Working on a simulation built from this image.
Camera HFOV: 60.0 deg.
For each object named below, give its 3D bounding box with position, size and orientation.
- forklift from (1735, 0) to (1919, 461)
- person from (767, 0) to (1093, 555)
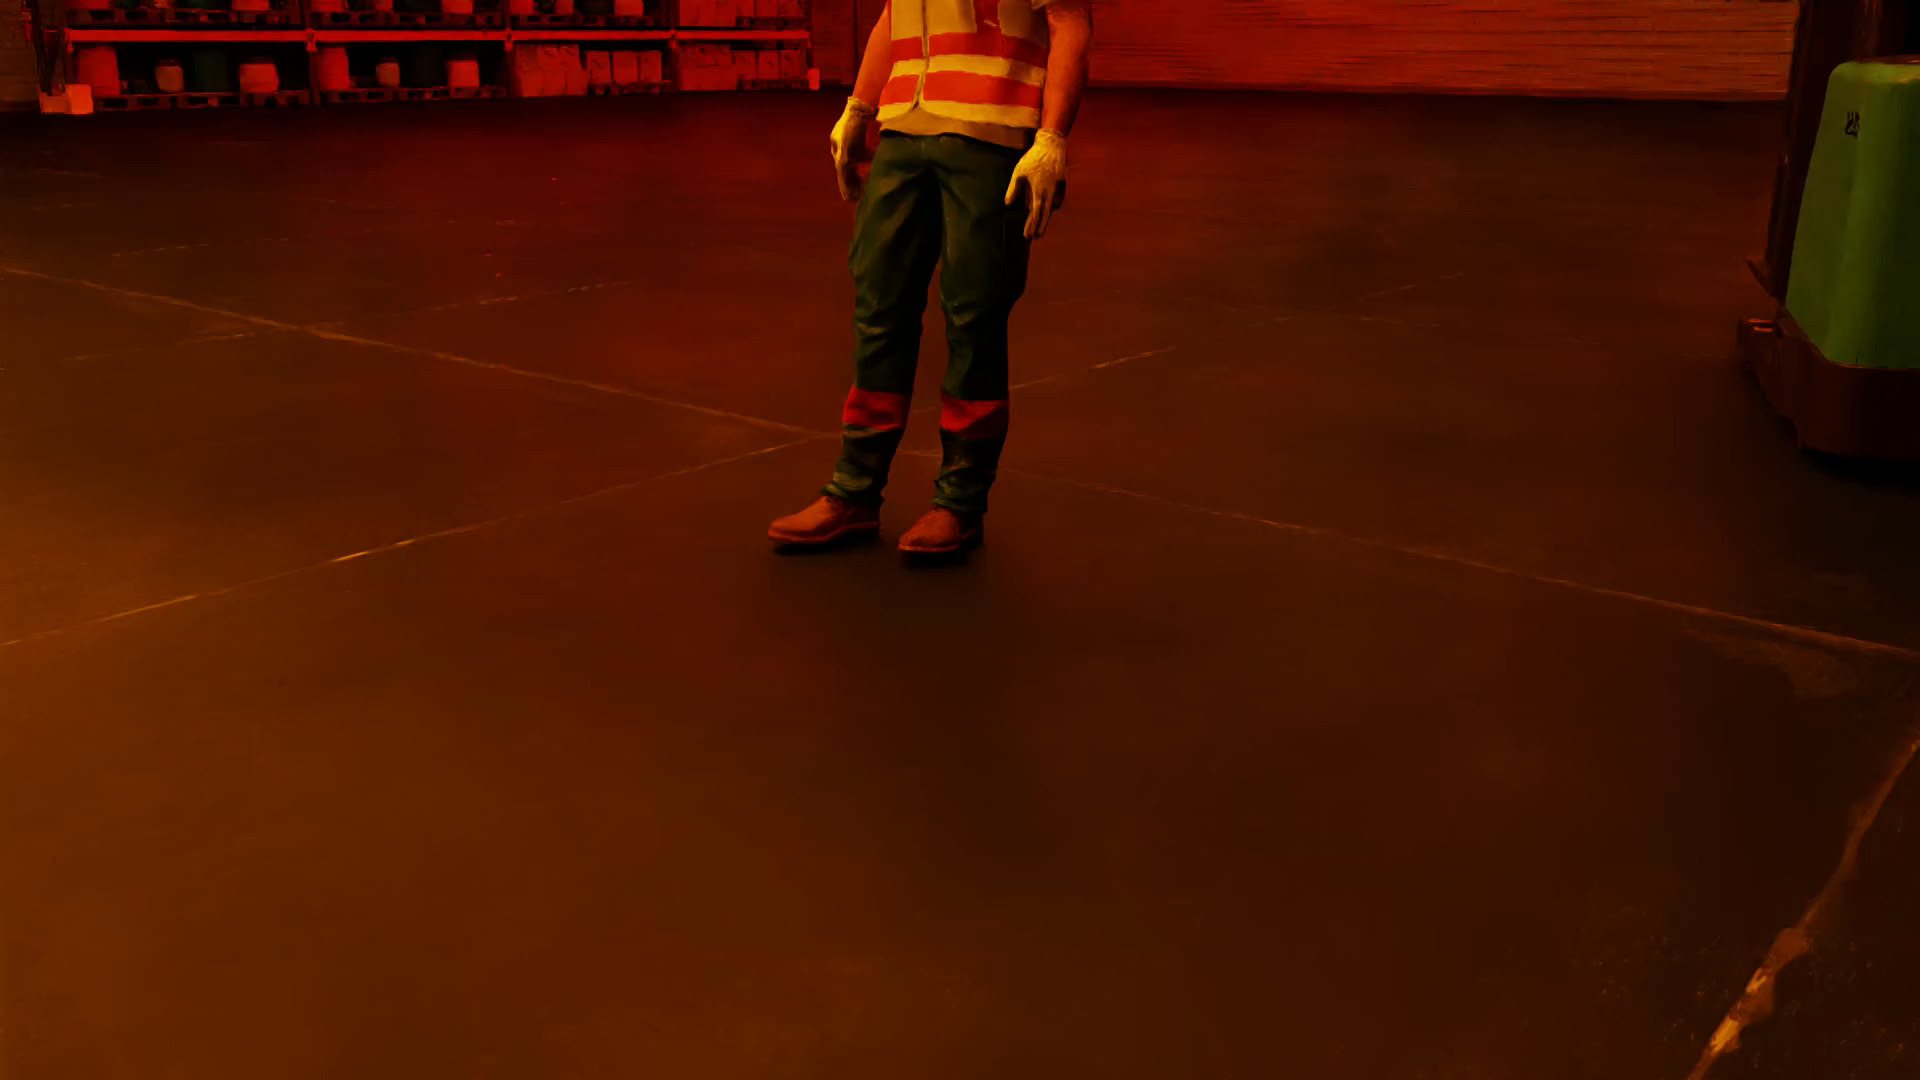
[{"bbox_3d":[3.281,-1.928,5.248,1.130,2.935,3.031,6,18,19],"label":"forklift"},{"bbox_3d":[-0.060,-0.847,3.627,0.637,1.787,0.563,13,21,37],"label":"person"}]
